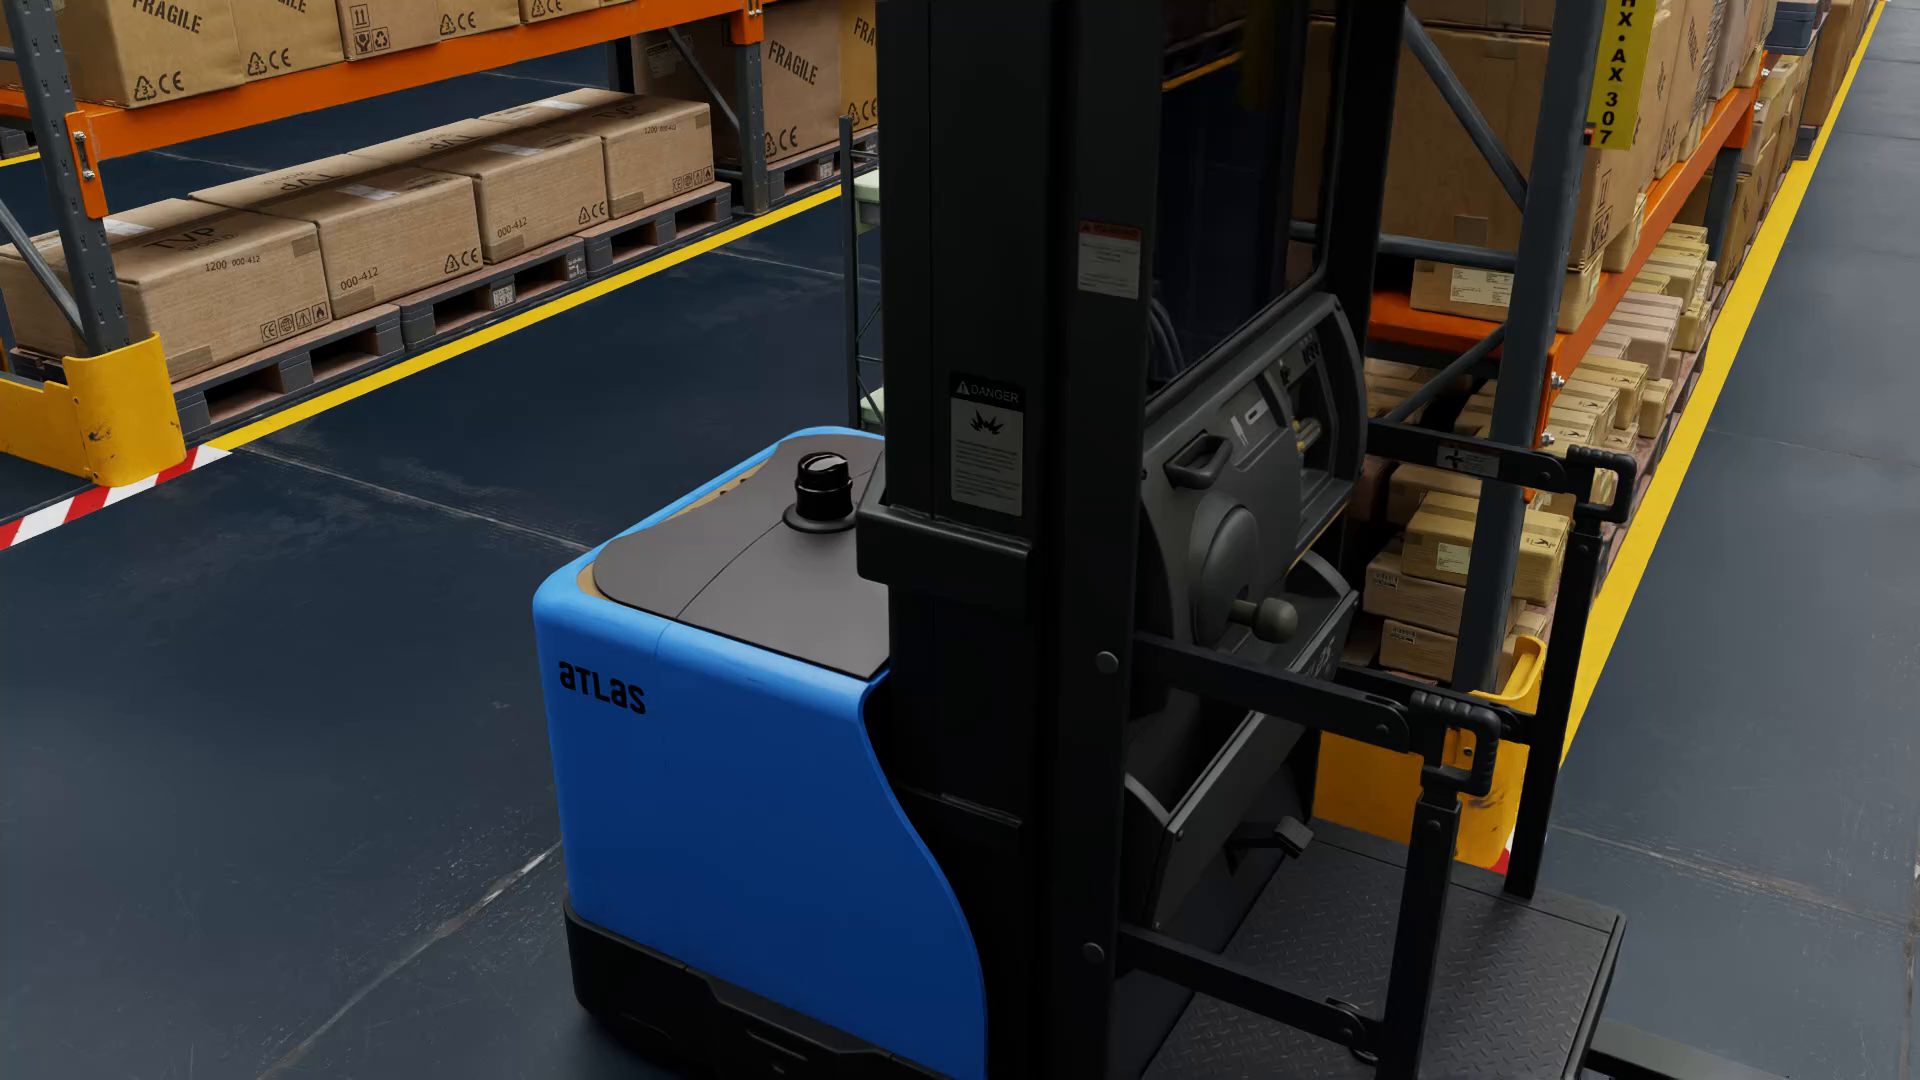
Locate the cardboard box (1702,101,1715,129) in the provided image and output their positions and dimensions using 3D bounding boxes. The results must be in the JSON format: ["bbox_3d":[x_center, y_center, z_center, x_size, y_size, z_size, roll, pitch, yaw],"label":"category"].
[{"bbox_3d":[2.402,-1.538,5.752,0.380,0.149,0.250,13,29,24],"label":"cardboard box"}]

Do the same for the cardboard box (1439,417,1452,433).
[{"bbox_3d":[1.496,-0.362,5.838,0.380,0.149,0.250,15,30,27],"label":"cardboard box"}]

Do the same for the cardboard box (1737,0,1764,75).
[{"bbox_3d":[2.562,-1.961,5.873,0.500,0.500,0.500,13,30,25],"label":"cardboard box"}]

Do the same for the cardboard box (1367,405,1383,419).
[{"bbox_3d":[1.073,-0.333,5.114,0.380,0.149,0.250,13,30,25],"label":"cardboard box"}]

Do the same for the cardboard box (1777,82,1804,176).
[{"bbox_3d":[4.423,-2.349,9.416,0.500,0.500,0.500,16,31,28],"label":"cardboard box"}]

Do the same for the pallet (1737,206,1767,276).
[{"bbox_3d":[3.791,-1.770,9.051,1.003,0.211,1.213,14,30,26],"label":"pallet"}]

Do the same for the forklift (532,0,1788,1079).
[{"bbox_3d":[0.691,-0.120,2.716,3.031,2.935,1.130,15,30,27],"label":"forklift"}]

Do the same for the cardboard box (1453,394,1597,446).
[{"bbox_3d":[1.712,-0.304,5.058,0.380,0.149,0.250,13,29,24],"label":"cardboard box"}]

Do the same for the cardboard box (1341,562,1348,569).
[{"bbox_3d":[0.958,0.036,5.042,0.380,0.149,0.250,15,30,28],"label":"cardboard box"}]

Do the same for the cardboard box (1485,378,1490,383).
[{"bbox_3d":[1.960,-0.643,6.400,0.380,0.149,0.250,13,29,24],"label":"cardboard box"}]

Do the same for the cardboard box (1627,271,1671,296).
[{"bbox_3d":[2.459,-0.928,6.305,0.380,0.149,0.250,15,30,28],"label":"cardboard box"}]

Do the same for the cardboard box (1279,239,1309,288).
[{"bbox_3d":[0.757,-0.754,4.186,0.380,0.149,0.250,14,30,26],"label":"cardboard box"}]

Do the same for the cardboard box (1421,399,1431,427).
[{"bbox_3d":[1.351,-0.399,5.580,0.380,0.149,0.250,15,30,27],"label":"cardboard box"}]

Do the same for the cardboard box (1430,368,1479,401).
[{"bbox_3d":[1.565,-0.615,5.678,0.380,0.149,0.250,13,29,24],"label":"cardboard box"}]

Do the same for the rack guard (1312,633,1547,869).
[{"bbox_3d":[0.880,0.411,4.371,1.175,0.500,0.348,14,30,26],"label":"rack guard"}]

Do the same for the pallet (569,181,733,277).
[{"bbox_3d":[-1.991,-1.761,9.032,1.003,0.211,1.213,14,30,26],"label":"pallet"}]

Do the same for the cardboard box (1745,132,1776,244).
[{"bbox_3d":[3.663,-1.742,8.203,0.500,0.500,0.500,16,31,28],"label":"cardboard box"}]

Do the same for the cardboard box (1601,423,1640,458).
[{"bbox_3d":[2.128,-0.330,5.773,0.380,0.149,0.250,14,30,26],"label":"cardboard box"}]

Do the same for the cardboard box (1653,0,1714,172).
[{"bbox_3d":[1.797,-1.371,4.695,0.500,0.500,0.500,15,30,27],"label":"cardboard box"}]

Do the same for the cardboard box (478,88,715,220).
[{"bbox_3d":[-1.952,-2.108,9.003,0.875,0.438,0.875,14,30,25],"label":"cardboard box"}]

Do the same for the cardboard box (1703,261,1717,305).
[{"bbox_3d":[2.932,-1.089,6.959,0.380,0.149,0.250,15,30,27],"label":"cardboard box"}]

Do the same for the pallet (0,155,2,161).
[{"bbox_3d":[-6.810,-2.387,10.282,1.003,0.211,1.213,14,30,26],"label":"pallet"}]

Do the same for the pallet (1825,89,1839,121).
[{"bbox_3d":[5.832,-3.312,12.131,1.003,0.211,1.213,14,30,26],"label":"pallet"}]

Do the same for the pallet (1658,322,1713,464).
[{"bbox_3d":[2.511,-0.720,6.952,1.003,0.211,1.213,14,30,26],"label":"pallet"}]

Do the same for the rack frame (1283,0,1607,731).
[{"bbox_3d":[0.842,-0.677,3.752,1.000,3.000,0.127,14,30,26],"label":"rack frame"}]

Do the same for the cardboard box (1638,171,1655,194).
[{"bbox_3d":[1.864,-1.142,4.961,0.380,0.149,0.250,14,30,25],"label":"cardboard box"}]

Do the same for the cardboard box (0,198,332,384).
[{"bbox_3d":[-3.279,-1.049,6.888,0.875,0.438,0.875,13,29,24],"label":"cardboard box"}]

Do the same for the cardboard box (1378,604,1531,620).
[{"bbox_3d":[1.436,0.156,4.803,0.380,0.149,0.250,14,30,26],"label":"cardboard box"}]

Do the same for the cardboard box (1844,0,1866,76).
[{"bbox_3d":[6.041,-3.899,12.232,1.050,0.750,0.750,14,30,26],"label":"cardboard box"}]

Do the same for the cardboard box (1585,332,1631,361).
[{"bbox_3d":[2.066,-0.622,5.693,0.380,0.149,0.250,14,30,26],"label":"cardboard box"}]

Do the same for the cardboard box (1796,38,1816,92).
[{"bbox_3d":[4.431,-2.677,9.232,0.500,0.250,0.500,15,30,27],"label":"cardboard box"}]

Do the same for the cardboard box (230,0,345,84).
[{"bbox_3d":[-2.806,-2.100,6.482,0.500,0.500,0.500,14,30,25],"label":"cardboard box"}]

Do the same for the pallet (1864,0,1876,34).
[{"bbox_3d":[7.787,-4.863,15.230,1.003,0.211,1.213,14,30,26],"label":"pallet"}]

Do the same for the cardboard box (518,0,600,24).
[{"bbox_3d":[-2.038,-2.694,7.668,0.500,0.500,0.500,14,30,25],"label":"cardboard box"}]

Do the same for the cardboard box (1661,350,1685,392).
[{"bbox_3d":[2.639,-0.721,6.555,0.380,0.149,0.250,13,29,24],"label":"cardboard box"}]

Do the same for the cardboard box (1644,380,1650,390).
[{"bbox_3d":[2.376,-0.693,6.167,0.380,0.149,0.250,15,30,27],"label":"cardboard box"}]

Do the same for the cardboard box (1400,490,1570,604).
[{"bbox_3d":[1.396,0.014,4.421,0.380,0.149,0.250,13,29,24],"label":"cardboard box"}]

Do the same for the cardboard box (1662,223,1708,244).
[{"bbox_3d":[2.862,-1.219,6.886,0.380,0.149,0.250,15,30,28],"label":"cardboard box"}]

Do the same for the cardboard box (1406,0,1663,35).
[{"bbox_3d":[1.294,-1.419,3.672,0.500,0.500,0.500,14,30,26],"label":"cardboard box"}]

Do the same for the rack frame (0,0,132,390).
[{"bbox_3d":[-3.517,-1.728,5.851,1.000,3.000,0.127,14,30,26],"label":"rack frame"}]

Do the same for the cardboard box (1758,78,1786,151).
[{"bbox_3d":[3.663,-2.079,8.039,0.500,0.250,0.500,15,30,27],"label":"cardboard box"}]

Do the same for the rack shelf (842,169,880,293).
[{"bbox_3d":[0.003,-1.022,5.245,0.431,0.370,0.720,14,30,26],"label":"rack shelf"}]

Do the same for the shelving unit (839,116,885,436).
[{"bbox_3d":[0.003,-0.673,5.419,0.431,1.500,0.755,14,30,26],"label":"shelving unit"}]

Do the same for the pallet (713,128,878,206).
[{"bbox_3d":[-1.235,-2.357,10.223,1.003,0.211,1.213,14,30,26],"label":"pallet"}]

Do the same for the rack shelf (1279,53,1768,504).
[{"bbox_3d":[1.826,-1.135,5.470,1.077,0.370,4.000,14,30,26],"label":"rack shelf"}]
